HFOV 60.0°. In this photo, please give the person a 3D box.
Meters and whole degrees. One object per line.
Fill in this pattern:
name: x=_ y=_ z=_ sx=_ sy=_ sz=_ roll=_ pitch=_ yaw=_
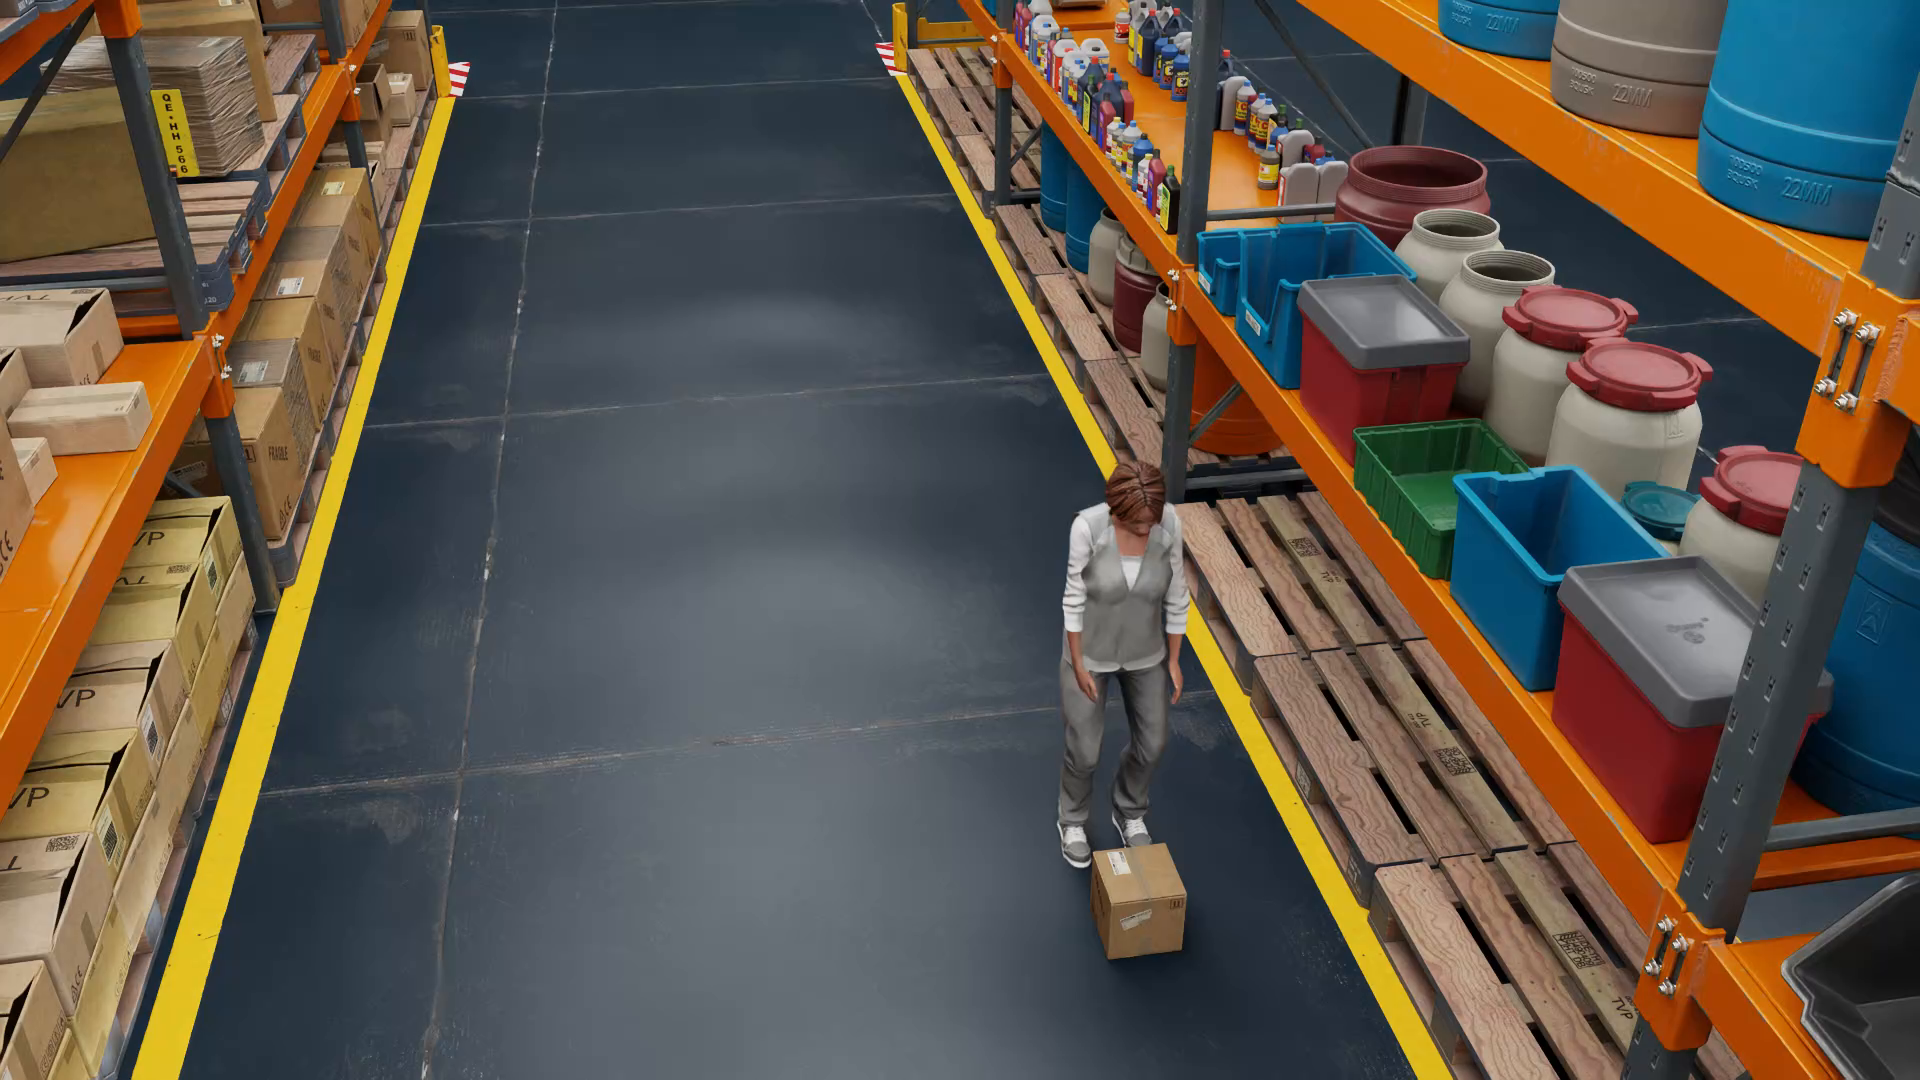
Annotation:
person: x=0.538 y=0.407 z=5.525 sx=0.423 sy=1.551 sz=0.368 roll=-5 pitch=31 yaw=-8
